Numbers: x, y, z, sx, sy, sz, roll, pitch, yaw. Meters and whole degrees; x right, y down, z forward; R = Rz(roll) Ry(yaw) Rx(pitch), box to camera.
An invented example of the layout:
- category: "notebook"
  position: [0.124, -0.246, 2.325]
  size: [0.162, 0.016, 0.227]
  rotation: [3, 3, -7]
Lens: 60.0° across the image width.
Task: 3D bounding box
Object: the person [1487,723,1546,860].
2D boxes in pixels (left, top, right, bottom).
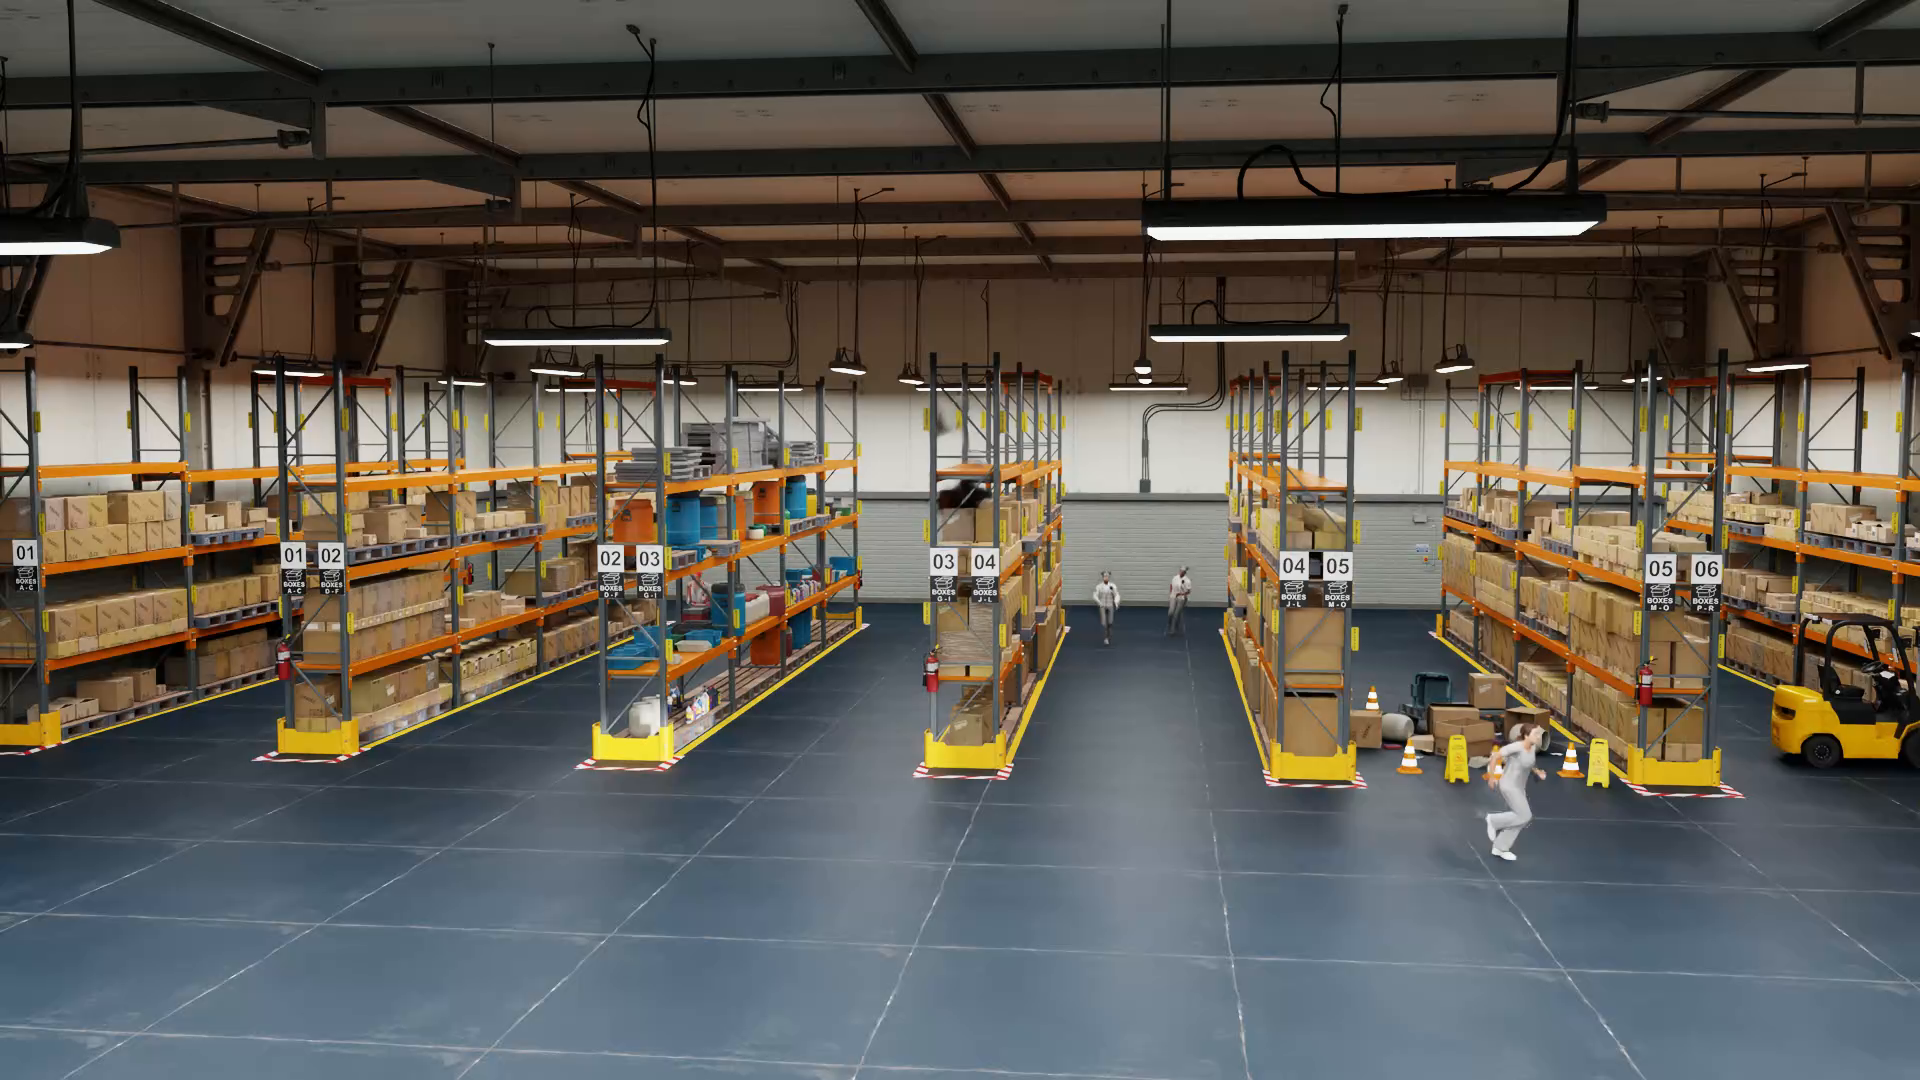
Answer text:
- category: "person"
  position: [6.381, 2.870, 19.062]
  size: [0.553, 1.597, 0.684]
  rotation: [-4, 6, -45]

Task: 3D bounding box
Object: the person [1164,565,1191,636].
- category: "person"
  position: [5.120, 1.423, 39.056]
  size: [0.615, 1.688, 0.611]
  rotation: [1, 4, 20]

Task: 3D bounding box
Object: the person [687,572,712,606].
- category: "person"
  position: [-5.709, 1.541, 36.557]
  size: [0.659, 1.785, 1.072]
  rotation: [0, 4, 5]

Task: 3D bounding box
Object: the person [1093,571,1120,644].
- category: "person"
  position: [3.318, 1.520, 37.727]
  size: [0.616, 1.659, 0.531]
  rotation: [0, 4, 3]
